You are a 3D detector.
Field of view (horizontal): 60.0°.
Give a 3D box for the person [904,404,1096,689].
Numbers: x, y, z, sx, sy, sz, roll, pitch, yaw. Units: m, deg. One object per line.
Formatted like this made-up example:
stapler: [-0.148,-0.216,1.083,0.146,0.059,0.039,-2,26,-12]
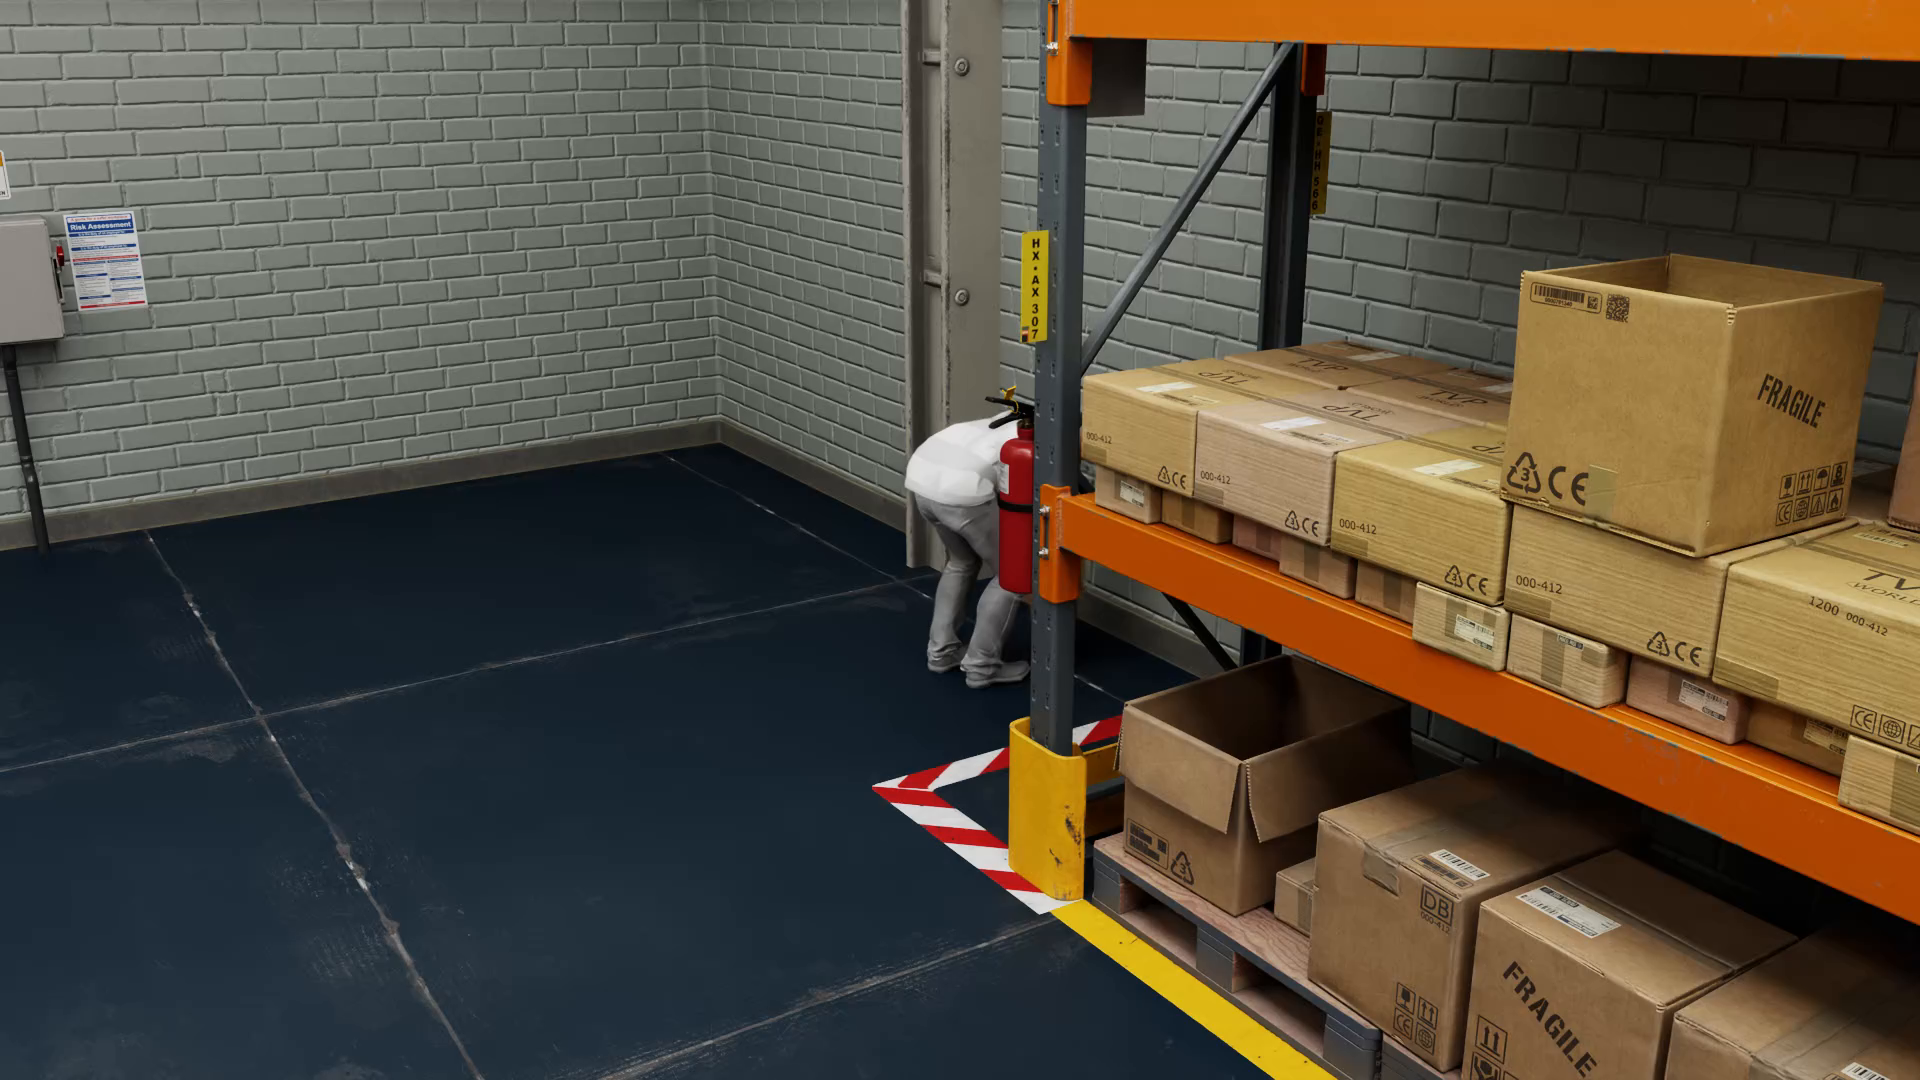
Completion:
person: [0.232,0.001,7.059,0.979,1.117,0.475,-12,22,-33]
